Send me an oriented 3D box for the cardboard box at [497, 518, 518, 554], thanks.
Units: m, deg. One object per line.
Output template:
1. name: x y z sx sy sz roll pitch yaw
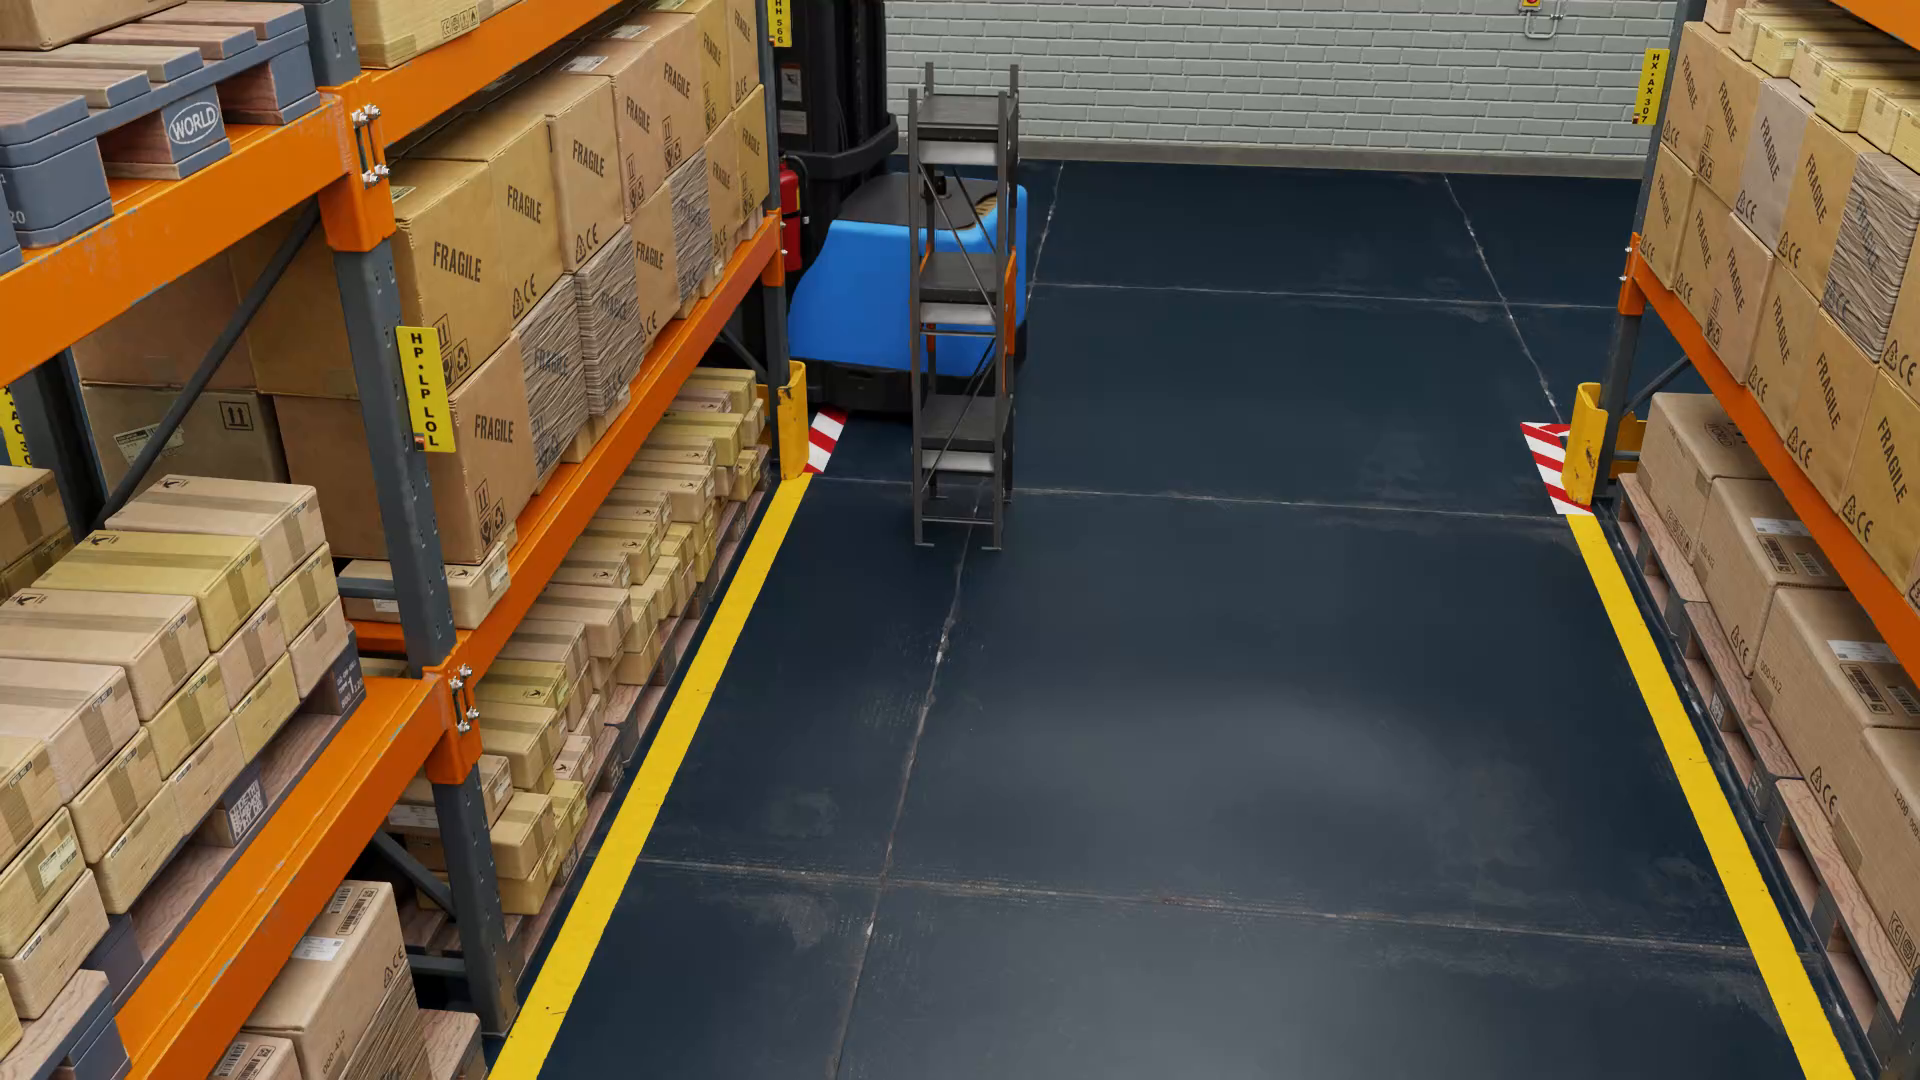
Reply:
1. cardboard box: -1.531 -0.014 4.877 0.380 0.149 0.250 4 29 8

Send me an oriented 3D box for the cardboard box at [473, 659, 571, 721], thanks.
1. cardboard box: -1.526 0.526 5.546 0.380 0.149 0.250 3 28 5

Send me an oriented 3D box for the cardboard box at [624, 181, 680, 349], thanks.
1. cardboard box: -1.350 -1.000 6.024 0.500 0.500 0.500 5 29 9

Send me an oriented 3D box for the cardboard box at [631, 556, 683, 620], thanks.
1. cardboard box: -1.308 0.178 6.507 0.380 0.149 0.250 4 29 7

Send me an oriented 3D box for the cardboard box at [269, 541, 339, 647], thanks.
1. cardboard box: -1.701 0.110 3.892 0.380 0.149 0.250 4 29 8

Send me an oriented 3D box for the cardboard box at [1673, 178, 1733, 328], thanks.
1. cardboard box: 3.189 -1.122 6.564 0.500 0.500 0.500 3 28 5

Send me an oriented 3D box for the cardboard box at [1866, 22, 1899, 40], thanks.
1. cardboard box: 3.714 -1.995 6.447 0.380 0.149 0.250 4 29 7

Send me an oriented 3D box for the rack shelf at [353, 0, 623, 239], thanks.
1. rack shelf: -1.603 -1.829 5.578 1.077 0.370 4.000 3 28 6

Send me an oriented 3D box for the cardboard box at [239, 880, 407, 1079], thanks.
1. cardboard box: -1.689 1.067 4.009 0.500 0.250 0.500 3 28 5

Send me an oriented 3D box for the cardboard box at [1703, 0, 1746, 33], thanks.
1. cardboard box: 3.249 -2.145 6.726 0.380 0.149 0.250 4 29 7

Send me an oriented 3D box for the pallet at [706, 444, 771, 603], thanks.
1. pallet: -1.502 -0.123 7.756 1.003 0.211 1.213 3 28 6

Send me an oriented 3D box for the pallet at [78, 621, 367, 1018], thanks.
1. pallet: -2.086 0.552 3.765 1.003 0.211 1.213 3 28 6

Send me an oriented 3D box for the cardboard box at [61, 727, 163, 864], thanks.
1. cardboard box: -1.795 0.479 3.206 0.380 0.149 0.250 2 28 5

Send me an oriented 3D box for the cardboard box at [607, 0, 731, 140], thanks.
1. cardboard box: -1.229 -1.914 6.666 0.500 0.500 0.500 2 28 4

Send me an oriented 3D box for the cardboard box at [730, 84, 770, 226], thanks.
1. cardboard box: -1.158 -1.715 7.352 0.500 0.500 0.500 4 29 7

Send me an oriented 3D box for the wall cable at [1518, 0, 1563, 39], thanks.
1. wall cable: 4.235 -4.643 12.102 0.585 1.953 0.123 3 28 6

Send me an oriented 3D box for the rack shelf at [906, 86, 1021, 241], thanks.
1. rack shelf: 0.020 -1.607 7.071 0.431 0.518 0.480 3 28 6

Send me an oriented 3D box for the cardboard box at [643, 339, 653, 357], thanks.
1. cardboard box: -1.379 -0.759 6.261 0.380 0.149 0.250 4 29 7

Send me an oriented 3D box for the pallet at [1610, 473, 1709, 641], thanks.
1. pallet: 3.547 0.082 7.375 1.003 0.211 1.213 3 28 6

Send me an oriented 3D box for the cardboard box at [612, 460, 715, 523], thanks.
1. cardboard box: -1.237 -0.202 6.899 0.380 0.149 0.250 4 29 8

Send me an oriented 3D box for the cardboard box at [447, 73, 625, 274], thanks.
1. cardboard box: -1.410 -1.178 5.300 0.500 0.500 0.500 4 29 7

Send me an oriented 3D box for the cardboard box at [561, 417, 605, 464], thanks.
1. cardboard box: -1.415 -0.385 5.566 0.380 0.149 0.250 4 29 7

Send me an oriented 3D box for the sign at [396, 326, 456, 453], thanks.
1. sign: -1.297 -0.363 4.040 0.100 0.325 0.005 3 28 6

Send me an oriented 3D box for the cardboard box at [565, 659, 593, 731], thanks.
1. cardboard box: -1.514 0.535 5.843 0.380 0.149 0.250 2 28 4

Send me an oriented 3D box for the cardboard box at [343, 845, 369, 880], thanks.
1. cardboard box: -2.138 0.982 5.328 0.380 0.149 0.250 4 29 7

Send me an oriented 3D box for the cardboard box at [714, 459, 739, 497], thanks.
1. cardboard box: -1.201 -0.318 7.427 0.380 0.149 0.250 2 28 4

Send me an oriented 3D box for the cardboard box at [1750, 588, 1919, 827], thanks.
1. cardboard box: 3.369 0.589 5.754 0.875 0.438 0.875 3 28 5

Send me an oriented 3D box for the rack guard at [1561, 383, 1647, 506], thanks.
1. rack guard: 3.570 -0.437 8.035 1.175 0.500 0.348 3 28 6

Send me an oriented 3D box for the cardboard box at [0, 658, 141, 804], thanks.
1. cardboard box: -1.801 0.352 3.129 0.380 0.149 0.250 3 28 6

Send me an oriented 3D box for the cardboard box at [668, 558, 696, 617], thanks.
1. cardboard box: -1.304 0.178 6.820 0.380 0.149 0.250 4 29 7

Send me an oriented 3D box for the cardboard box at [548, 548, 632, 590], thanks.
1. cardboard box: -1.453 0.154 6.237 0.380 0.149 0.250 2 28 4

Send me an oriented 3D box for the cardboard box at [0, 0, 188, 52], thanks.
1. cardboard box: -2.004 -1.261 3.218 0.700 0.500 0.500 3 28 6

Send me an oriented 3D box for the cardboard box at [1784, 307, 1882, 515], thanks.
1. cardboard box: 2.985 -0.401 5.226 0.500 0.500 0.500 3 28 5

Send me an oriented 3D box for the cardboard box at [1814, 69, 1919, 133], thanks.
1. cardboard box: 3.017 -1.418 5.376 0.380 0.149 0.250 3 28 5

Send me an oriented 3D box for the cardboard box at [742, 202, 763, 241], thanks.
1. cardboard box: -1.118 -1.486 7.611 0.380 0.149 0.250 3 28 6

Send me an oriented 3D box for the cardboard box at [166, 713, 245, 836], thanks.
1. cardboard box: -1.764 0.480 3.519 0.380 0.149 0.250 3 28 6

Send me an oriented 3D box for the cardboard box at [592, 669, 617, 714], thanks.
1. cardboard box: -1.494 0.537 6.153 0.380 0.149 0.250 2 28 4

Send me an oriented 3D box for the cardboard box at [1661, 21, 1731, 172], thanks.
1. cardboard box: 3.225 -1.801 6.772 0.500 0.500 0.500 3 28 5

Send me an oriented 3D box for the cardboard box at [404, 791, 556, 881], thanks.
1. cardboard box: -1.486 0.903 5.160 0.380 0.149 0.250 5 29 9

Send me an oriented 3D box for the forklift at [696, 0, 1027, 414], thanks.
1. forklift: -1.192 -2.300 8.929 3.031 2.935 1.130 9 29 15

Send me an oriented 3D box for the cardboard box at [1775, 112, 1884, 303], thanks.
1. cardboard box: 3.054 -1.080 5.433 0.500 0.500 0.500 3 29 6

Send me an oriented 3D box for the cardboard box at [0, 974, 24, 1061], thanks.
1. cardboard box: -1.857 0.854 2.825 0.380 0.149 0.250 5 29 8

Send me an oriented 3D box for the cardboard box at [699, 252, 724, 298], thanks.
1. cardboard box: -1.209 -1.131 6.952 0.380 0.149 0.250 4 29 8

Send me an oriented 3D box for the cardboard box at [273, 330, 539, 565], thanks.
1. cardboard box: -1.537 -0.277 4.683 0.500 0.500 0.500 3 28 5

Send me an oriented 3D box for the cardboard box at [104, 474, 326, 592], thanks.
1. cardboard box: -1.704 -0.020 3.819 0.380 0.149 0.250 5 29 9

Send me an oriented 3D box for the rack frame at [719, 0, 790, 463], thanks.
1. rack frame: -1.358 -1.767 7.867 1.000 3.000 0.127 3 28 6

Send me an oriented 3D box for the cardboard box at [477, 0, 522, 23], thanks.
1. cardboard box: -1.477 -1.577 4.511 0.500 0.250 0.500 3 28 5

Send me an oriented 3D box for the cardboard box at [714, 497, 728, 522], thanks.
1. cardboard box: -1.265 -0.190 7.504 0.380 0.149 0.250 3 28 6

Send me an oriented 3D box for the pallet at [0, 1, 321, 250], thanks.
1. pallet: -2.030 -0.837 3.177 1.213 0.211 1.003 3 28 6

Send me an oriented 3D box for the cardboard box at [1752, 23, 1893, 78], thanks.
1. cardboard box: 3.127 -1.777 6.043 0.380 0.149 0.250 2 28 5

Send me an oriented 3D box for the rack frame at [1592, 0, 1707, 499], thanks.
1. rack frame: 3.567 -1.527 7.421 1.000 3.000 0.127 3 28 6

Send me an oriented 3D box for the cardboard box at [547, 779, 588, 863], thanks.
1. cardboard box: -1.452 0.908 5.464 0.380 0.149 0.250 4 29 8

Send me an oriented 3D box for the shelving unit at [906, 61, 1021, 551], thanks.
1. shelving unit: 0.020 -1.002 7.397 0.431 2.100 0.503 3 28 6

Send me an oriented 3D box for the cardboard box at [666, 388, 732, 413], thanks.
1. cardboard box: -1.259 -0.580 7.599 0.380 0.149 0.250 4 29 7
